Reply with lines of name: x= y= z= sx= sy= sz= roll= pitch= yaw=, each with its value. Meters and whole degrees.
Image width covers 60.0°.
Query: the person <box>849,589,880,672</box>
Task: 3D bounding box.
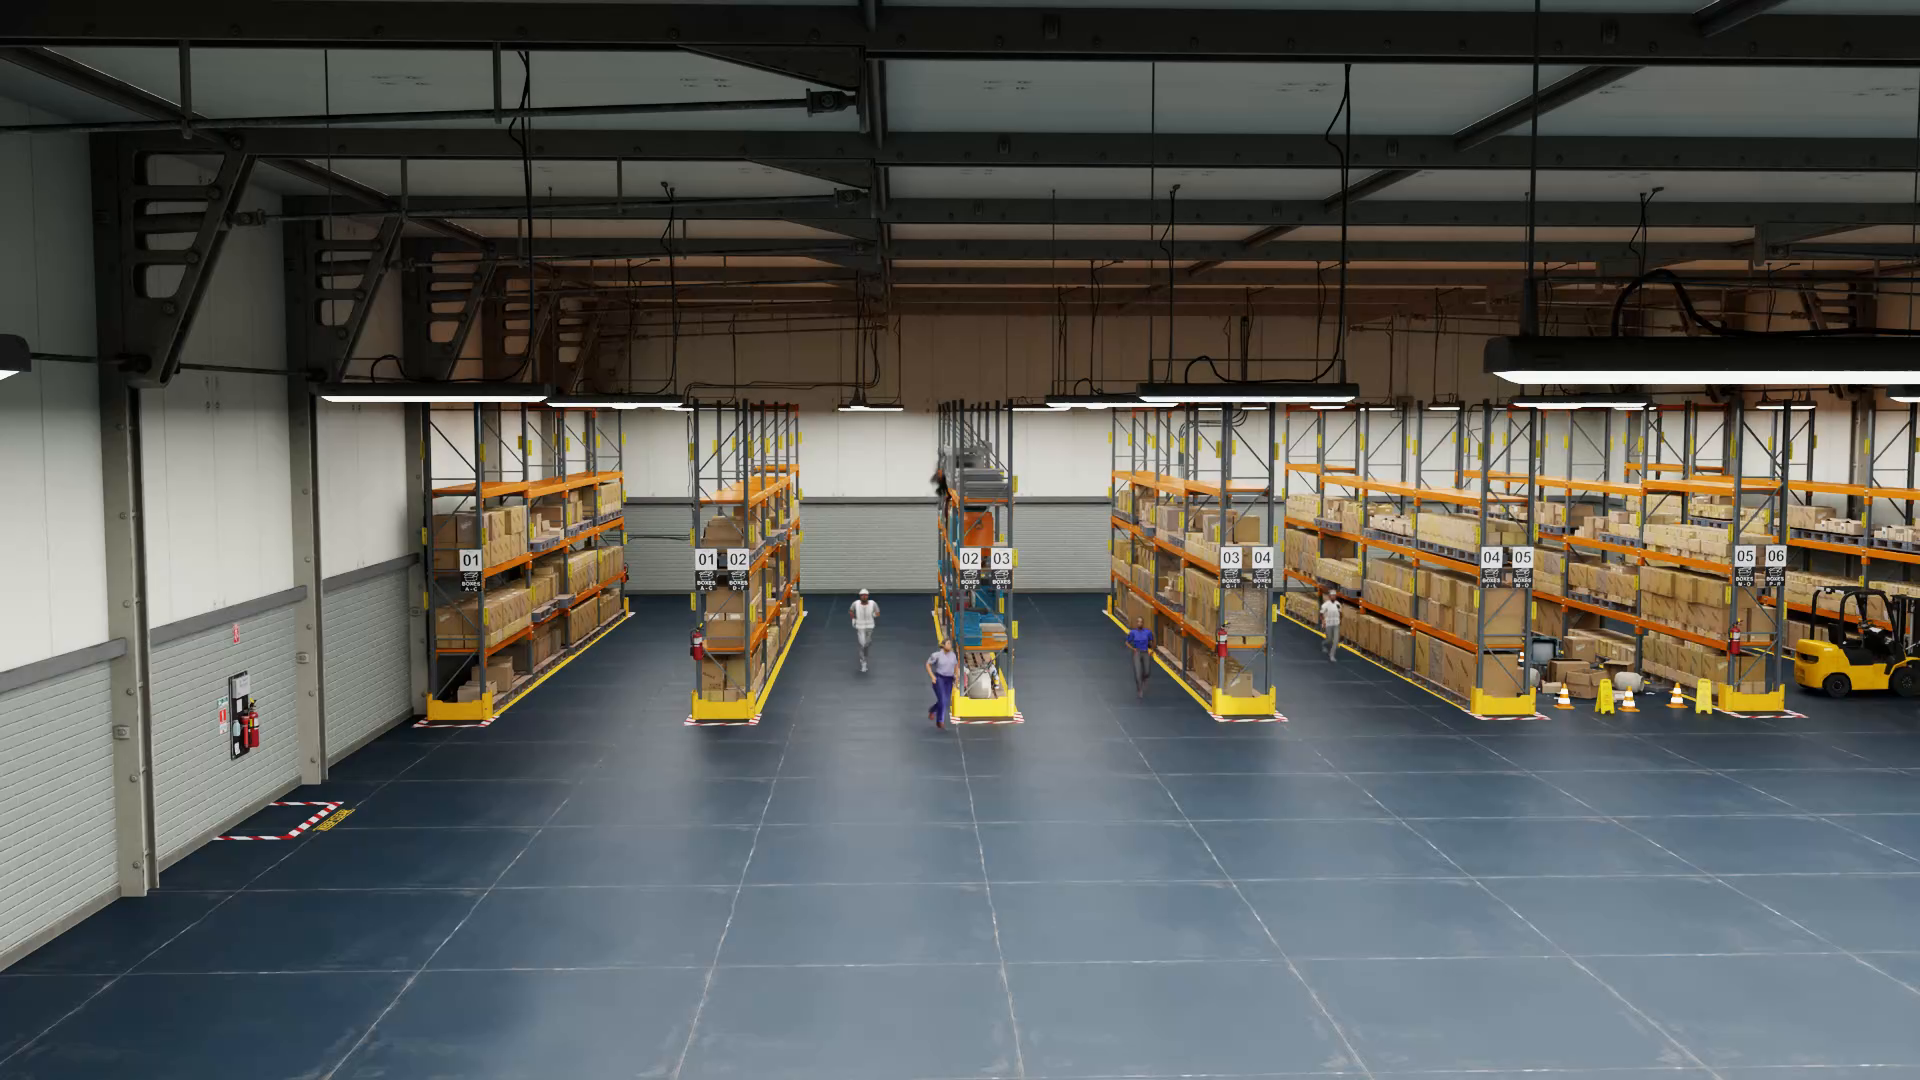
person: x=-2.113 y=2.007 z=37.273 sx=0.652 sy=1.840 sz=0.832 roll=-1 pitch=4 yaw=-15

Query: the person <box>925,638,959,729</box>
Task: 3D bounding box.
person: x=-0.308 y=2.617 z=30.522 sx=0.649 sy=1.624 sz=0.660 roll=-3 pitch=5 yaw=-35

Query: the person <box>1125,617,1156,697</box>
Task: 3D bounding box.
person: x=3.665 y=2.368 z=33.705 sx=0.629 sy=1.618 sz=0.539 roll=0 pitch=4 yaw=-2

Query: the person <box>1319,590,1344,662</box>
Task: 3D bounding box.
person: x=8.644 y=1.973 z=38.679 sx=0.582 sy=1.665 sz=0.578 roll=0 pitch=4 yaw=-6
